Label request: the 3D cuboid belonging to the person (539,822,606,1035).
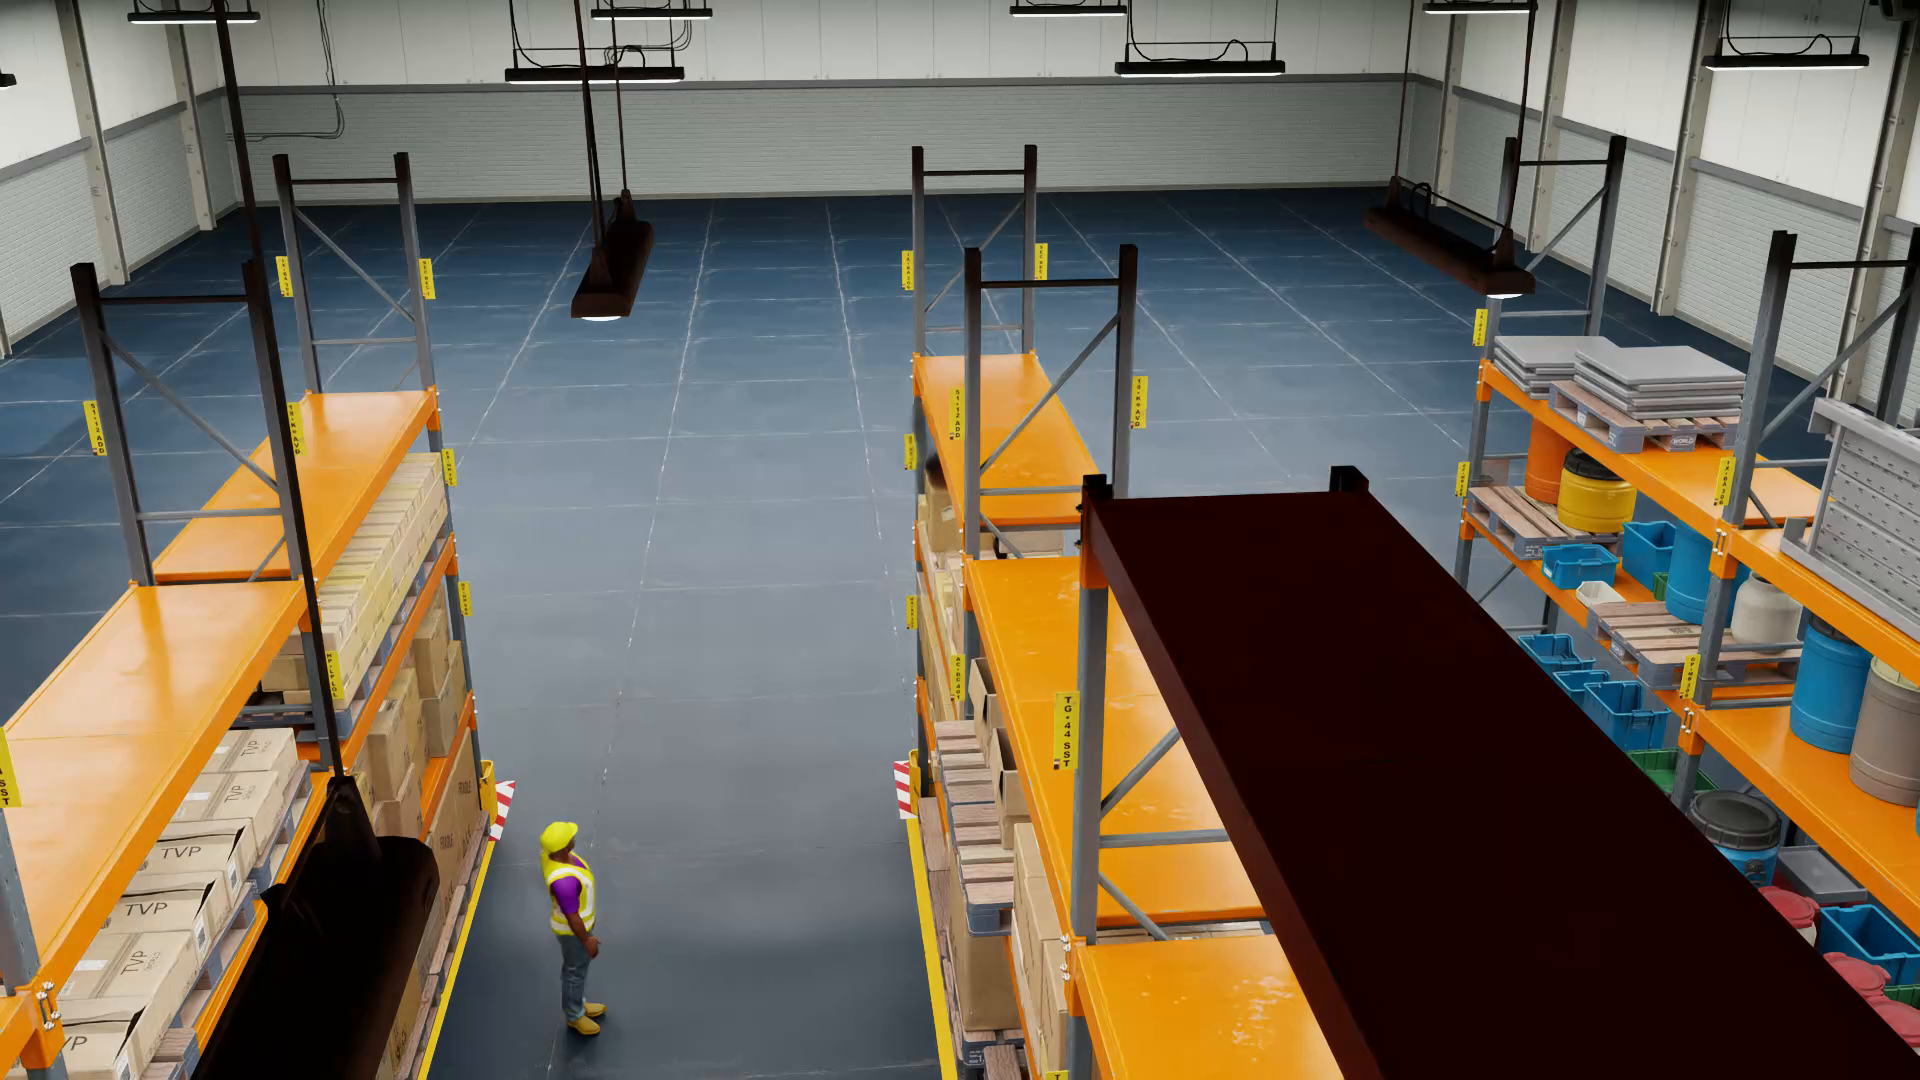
[{"bbox_3d":[-2.832,2.797,12.171,0.401,1.761,0.634,-4,22,-9],"label":"person"}]
